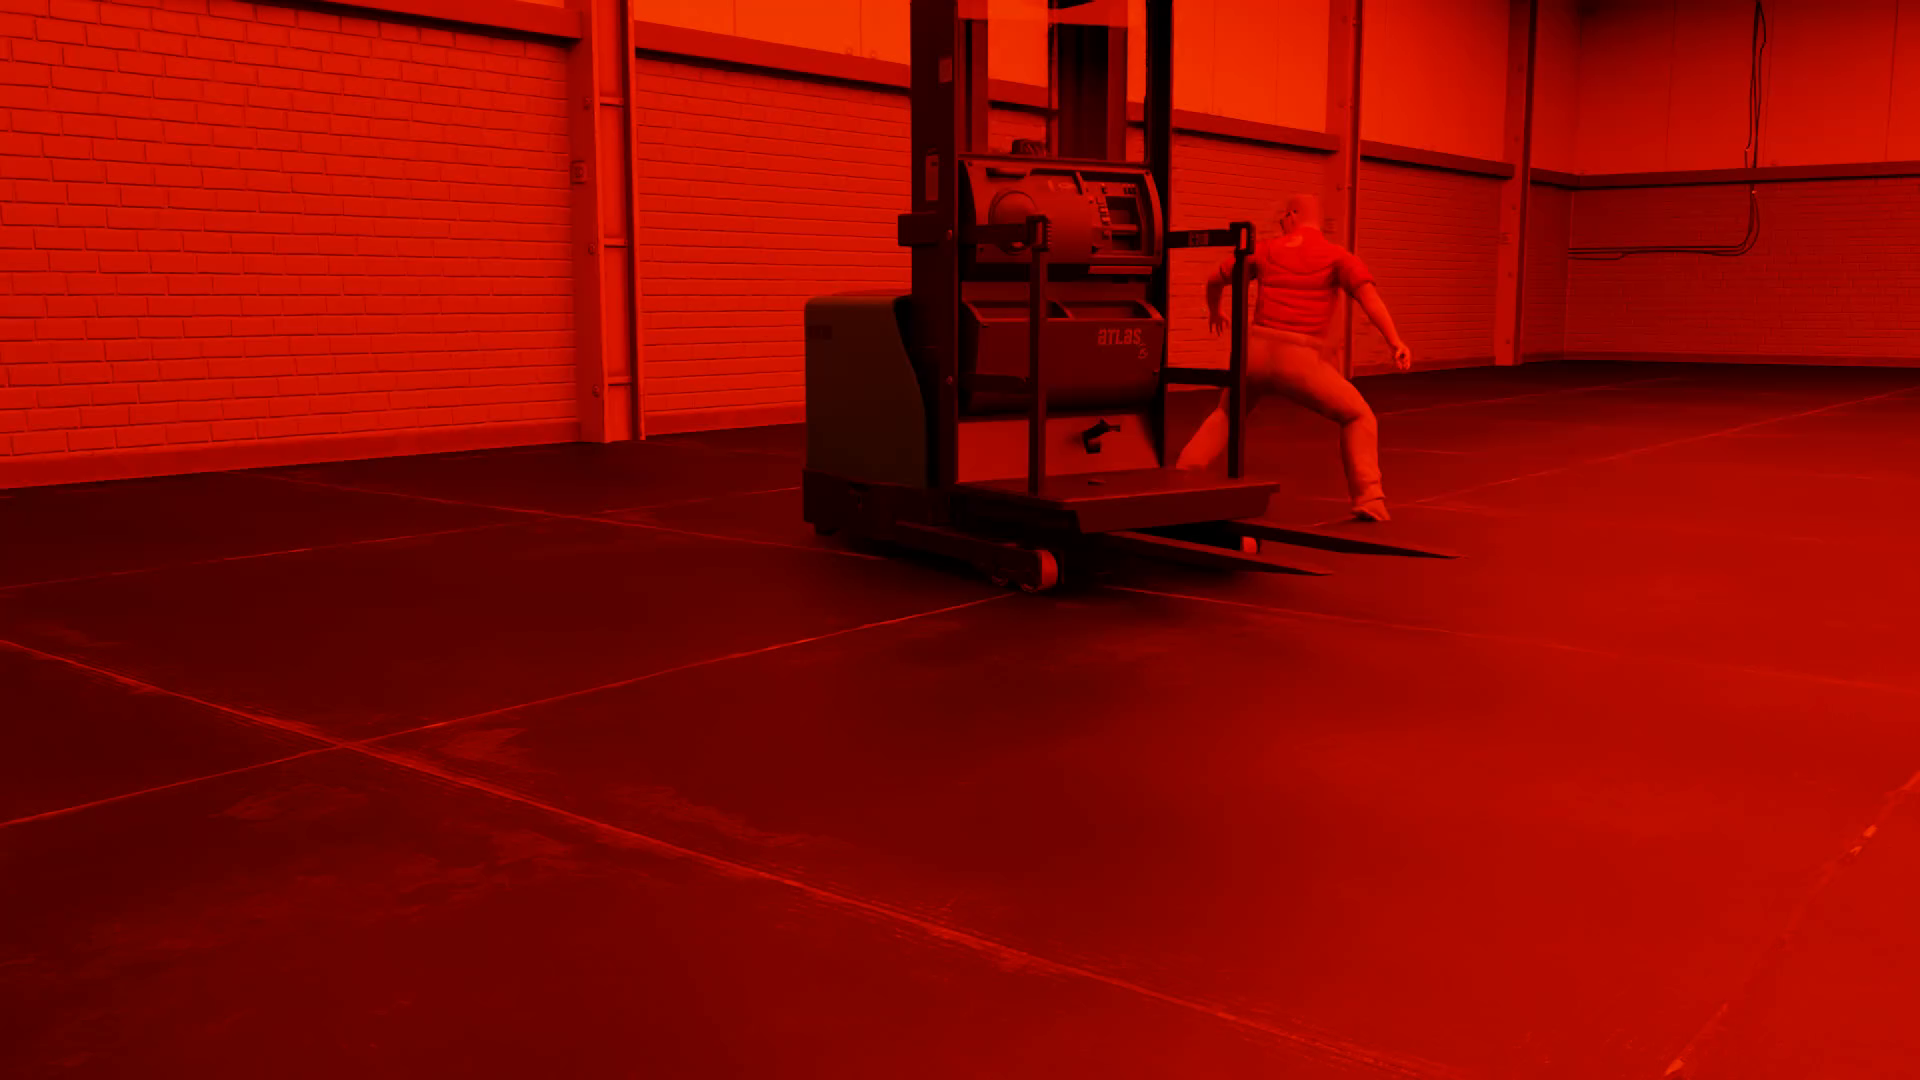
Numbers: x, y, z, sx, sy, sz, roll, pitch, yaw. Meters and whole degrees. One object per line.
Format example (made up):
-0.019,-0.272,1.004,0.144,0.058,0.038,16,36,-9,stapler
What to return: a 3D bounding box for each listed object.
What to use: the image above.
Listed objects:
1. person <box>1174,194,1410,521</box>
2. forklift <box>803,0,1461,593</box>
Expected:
1.667,-0.844,8.099,1.186,1.664,0.539,6,10,34,person
0.538,-1.333,6.390,1.130,2.935,3.031,-6,10,-34,forklift
